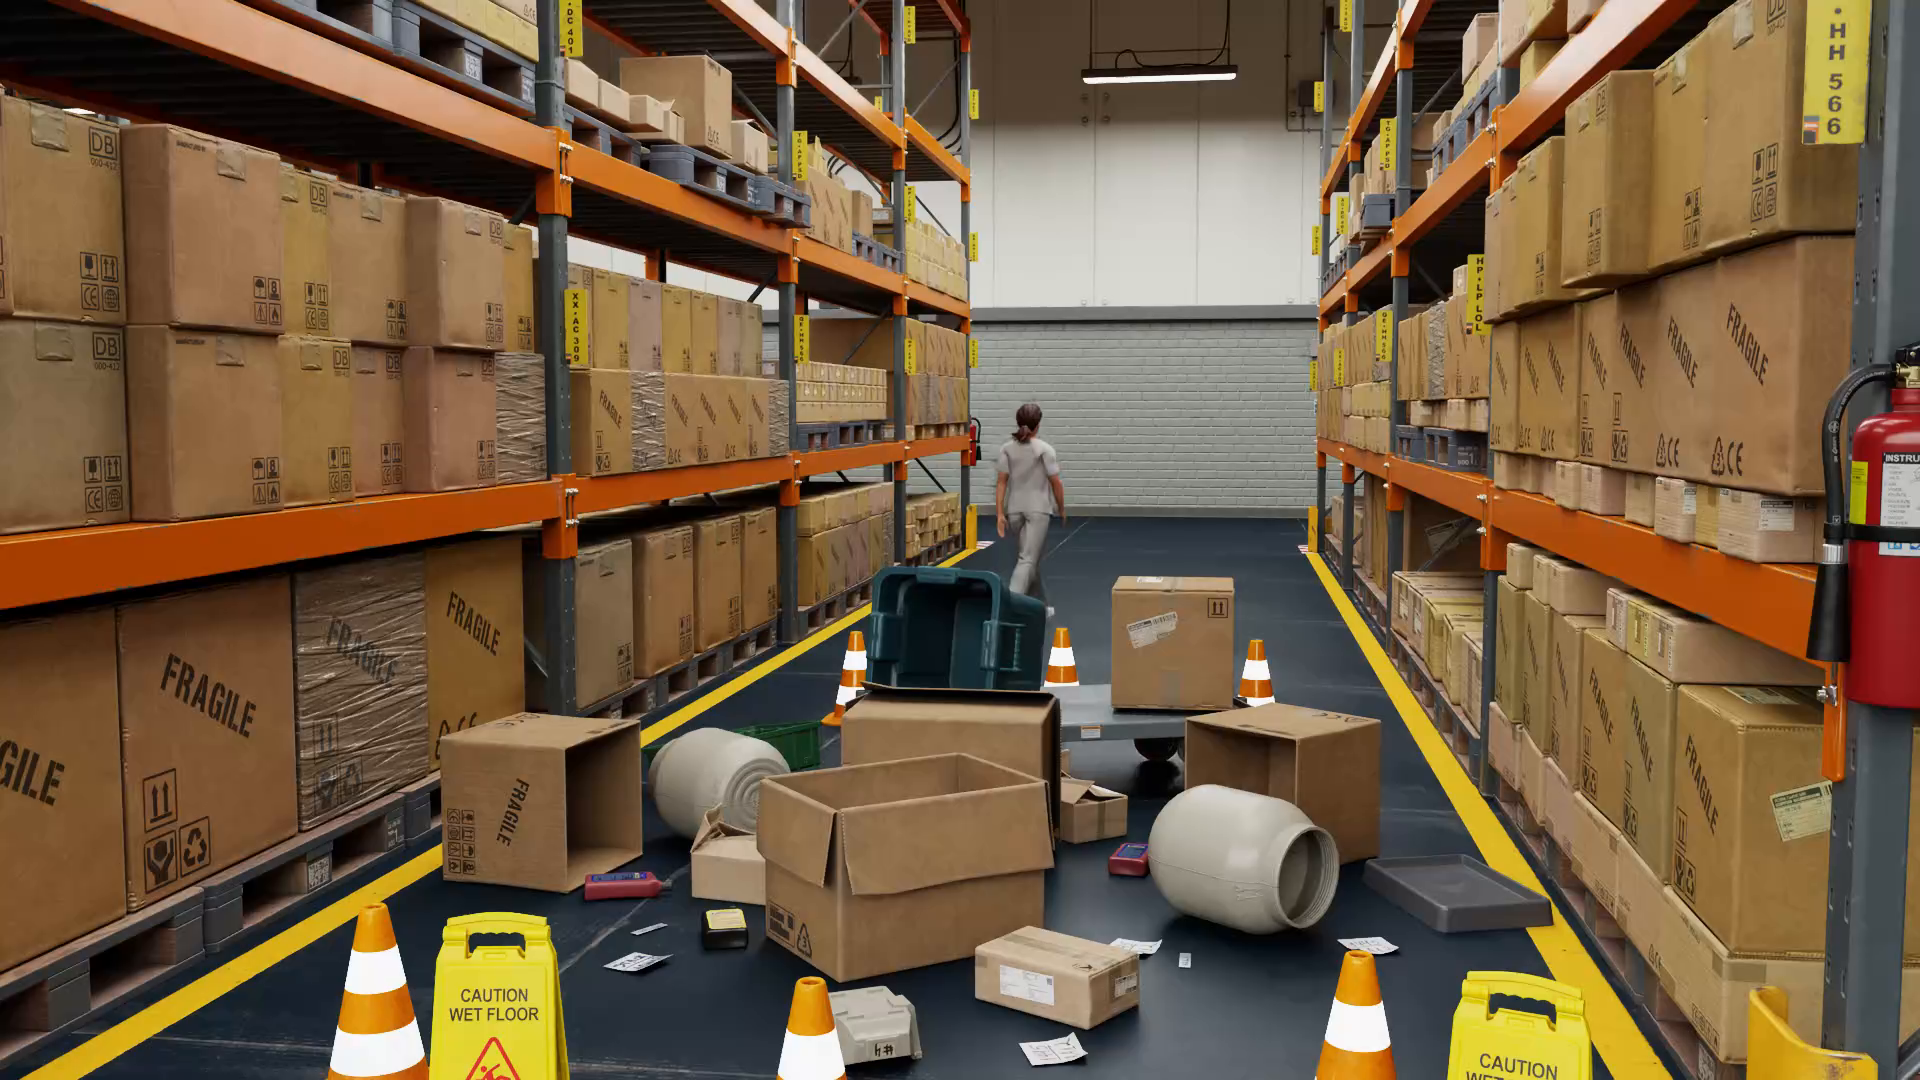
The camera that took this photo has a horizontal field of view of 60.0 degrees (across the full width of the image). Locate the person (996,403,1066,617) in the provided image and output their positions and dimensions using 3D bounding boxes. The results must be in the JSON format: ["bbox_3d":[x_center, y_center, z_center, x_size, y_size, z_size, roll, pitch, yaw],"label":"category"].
[{"bbox_3d":[0.535,-0.187,12.029,0.454,1.603,1.032,2,5,28],"label":"person"}]
